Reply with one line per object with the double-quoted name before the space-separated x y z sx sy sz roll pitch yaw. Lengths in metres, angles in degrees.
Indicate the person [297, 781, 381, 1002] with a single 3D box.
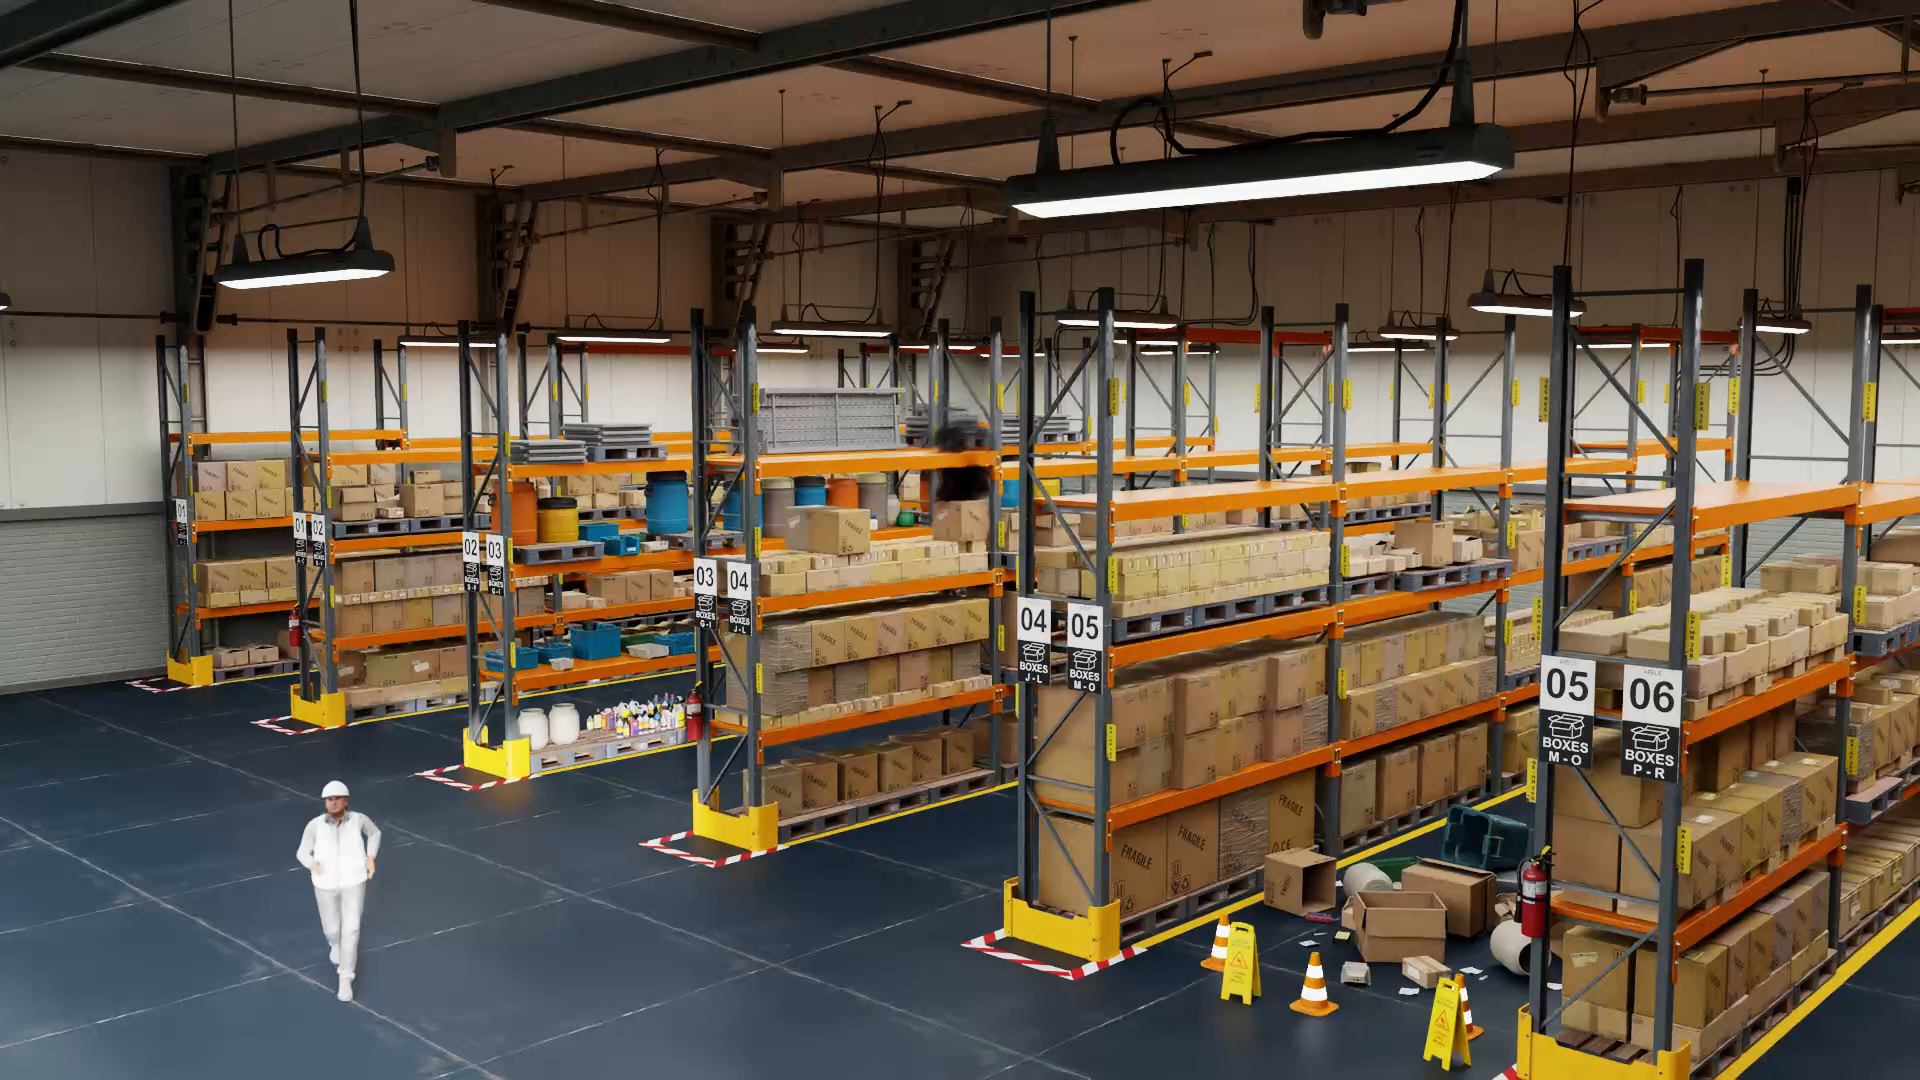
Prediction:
"person" -5.316 2.946 14.256 0.673 1.778 0.936 -2 6 -16
